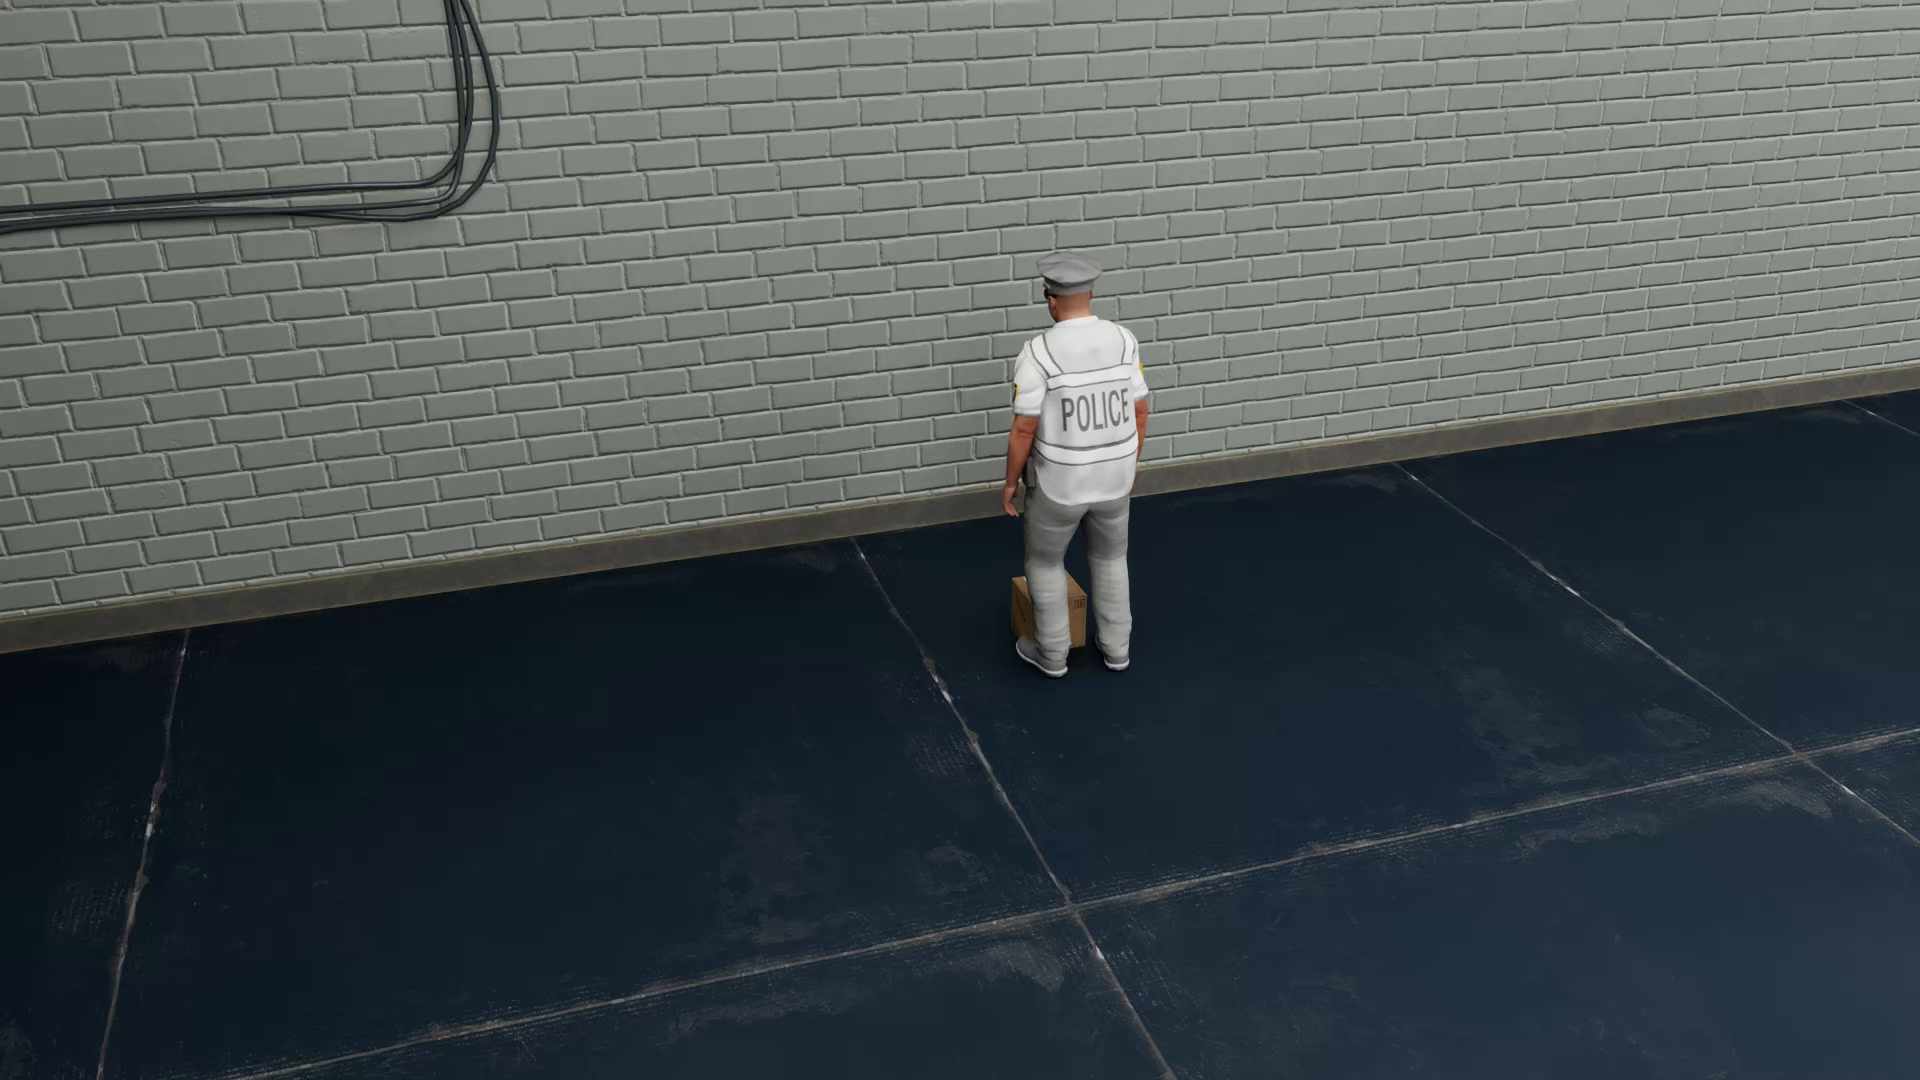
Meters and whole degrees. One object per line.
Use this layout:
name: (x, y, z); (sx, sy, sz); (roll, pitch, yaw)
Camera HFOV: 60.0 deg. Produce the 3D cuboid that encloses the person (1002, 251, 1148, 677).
person: (0.460, -0.257, 6.626); (0.603, 1.750, 0.470); (-9, 28, -18)
